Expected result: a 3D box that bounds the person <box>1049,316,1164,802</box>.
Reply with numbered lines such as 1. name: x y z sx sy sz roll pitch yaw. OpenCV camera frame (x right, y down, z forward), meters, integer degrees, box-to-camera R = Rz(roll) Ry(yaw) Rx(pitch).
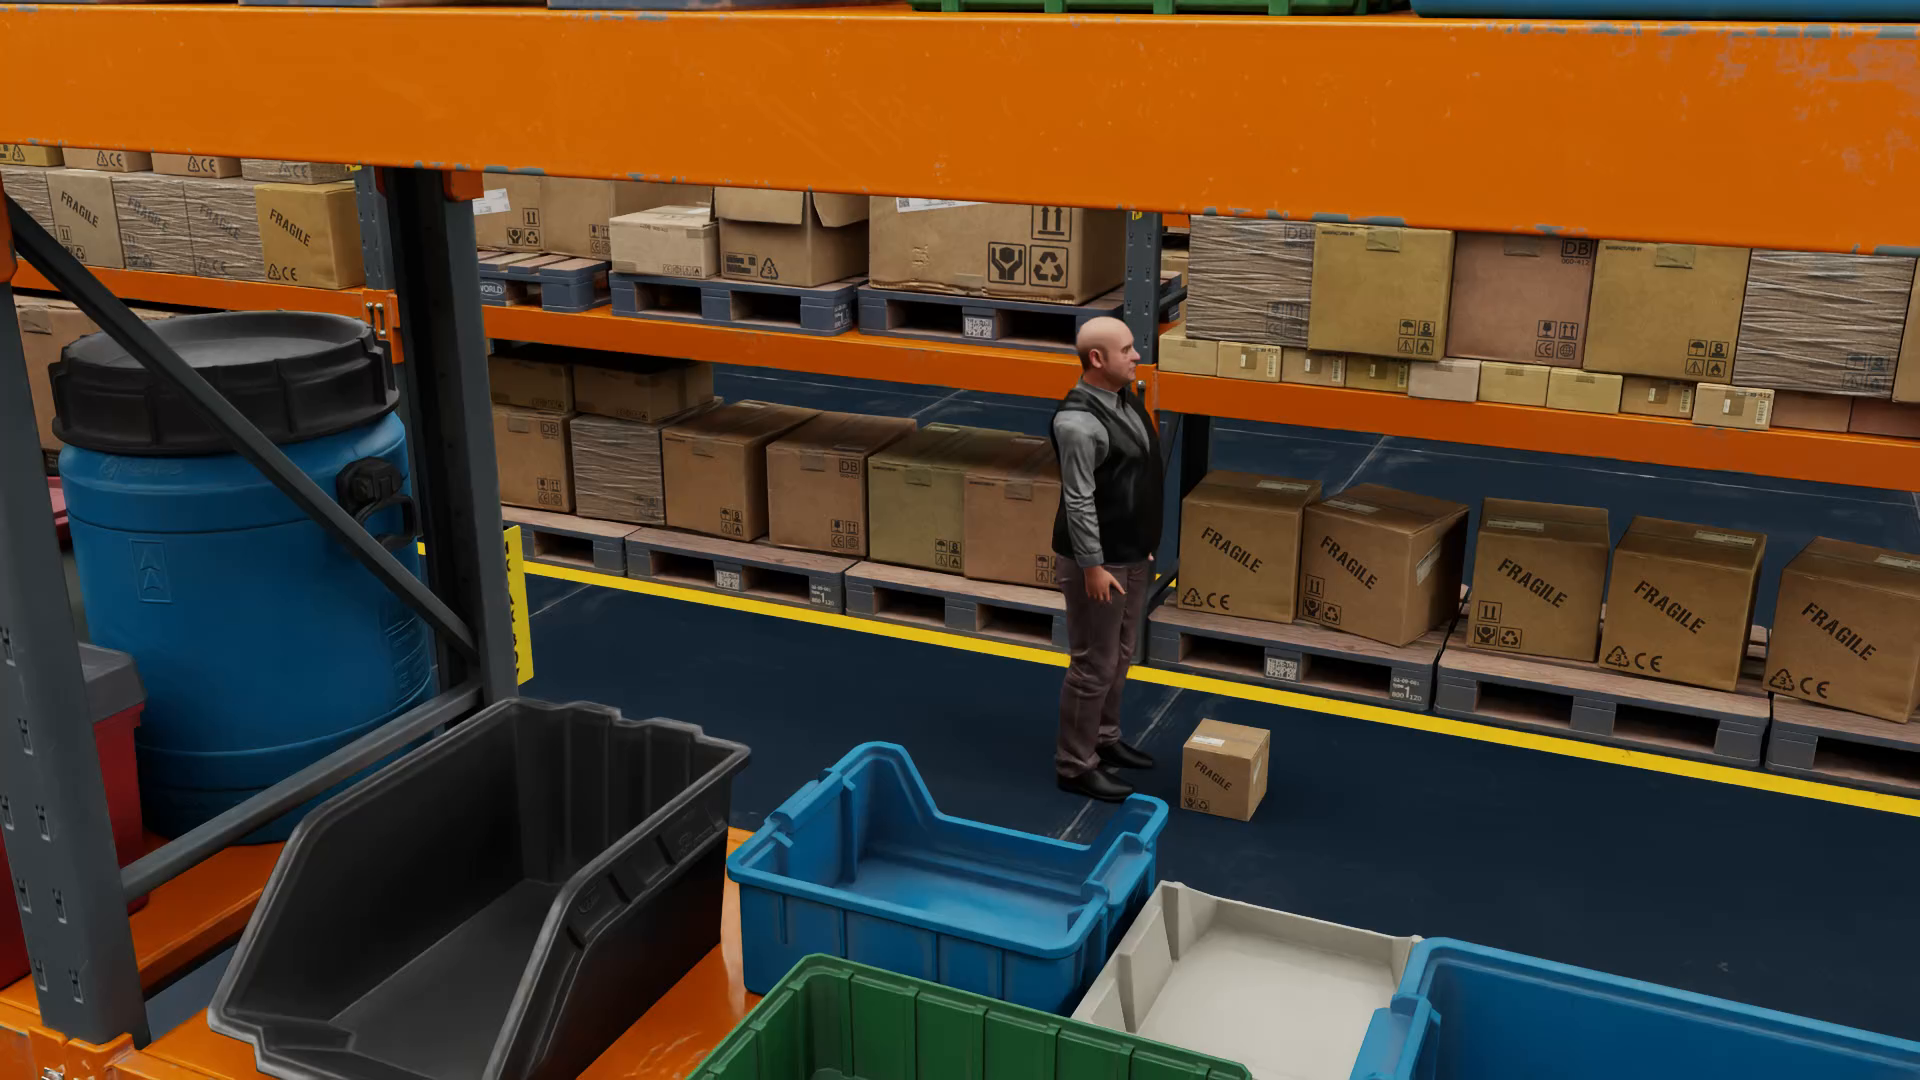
1. person: 0.528 0.070 5.926 0.361 1.740 0.535 9 21 24
